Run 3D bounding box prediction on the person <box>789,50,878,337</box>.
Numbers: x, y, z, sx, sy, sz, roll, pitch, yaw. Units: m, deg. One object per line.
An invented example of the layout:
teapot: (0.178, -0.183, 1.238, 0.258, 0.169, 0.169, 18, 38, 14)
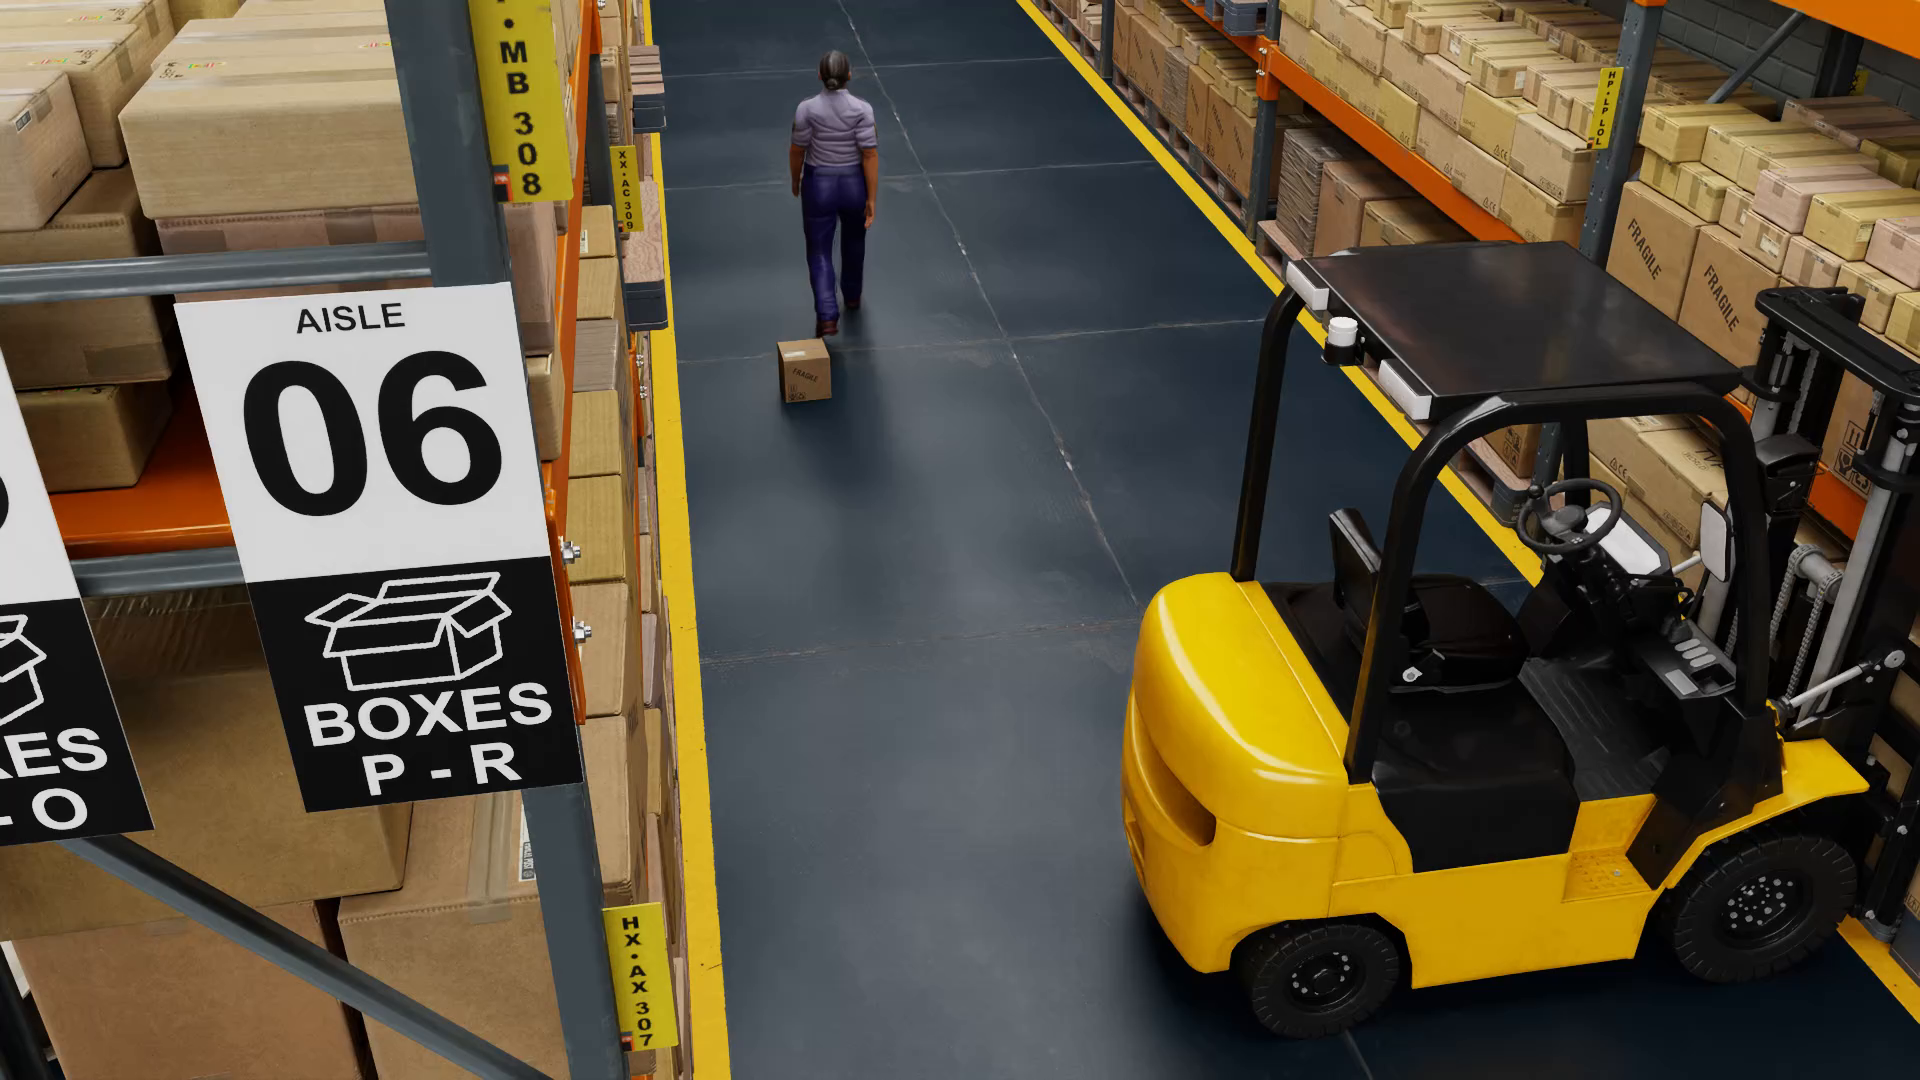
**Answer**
person: (-0.714, -1.977, 9.457, 0.484, 1.585, 0.977, -5, 31, -9)
